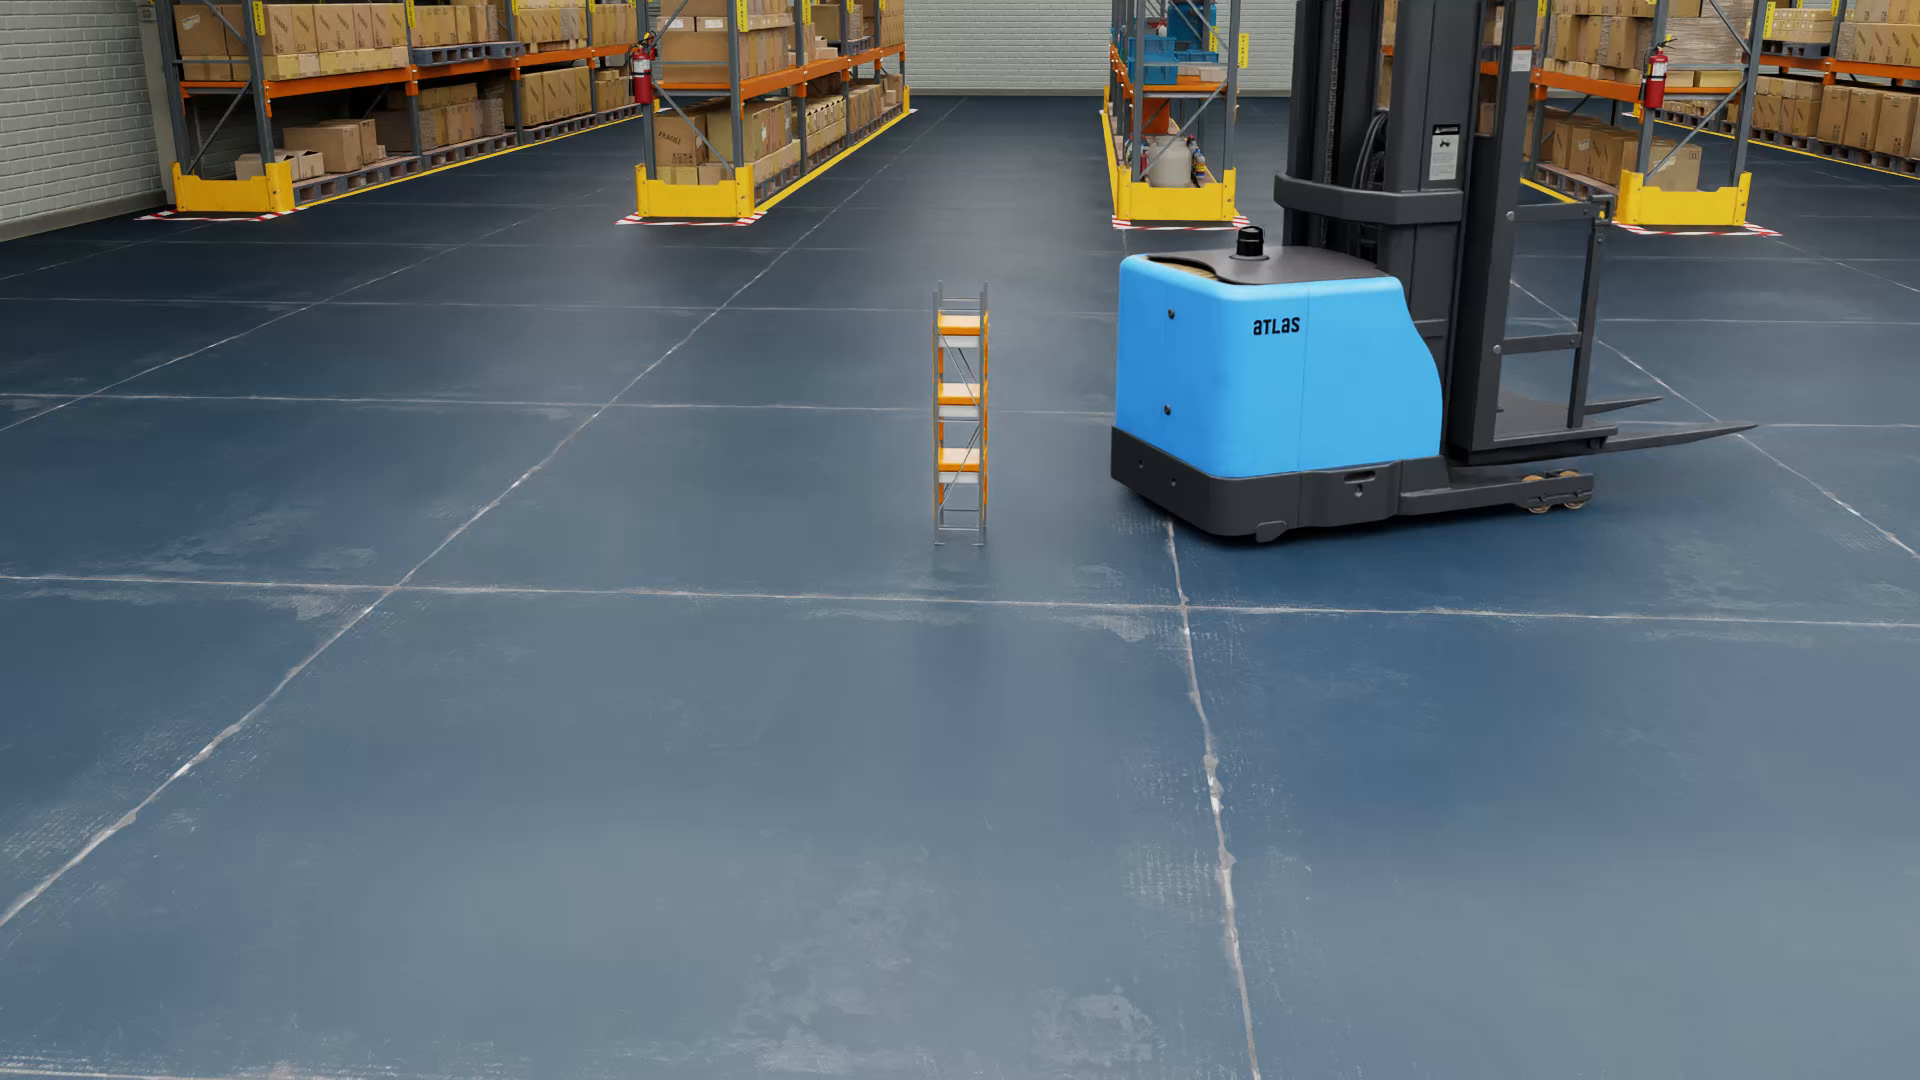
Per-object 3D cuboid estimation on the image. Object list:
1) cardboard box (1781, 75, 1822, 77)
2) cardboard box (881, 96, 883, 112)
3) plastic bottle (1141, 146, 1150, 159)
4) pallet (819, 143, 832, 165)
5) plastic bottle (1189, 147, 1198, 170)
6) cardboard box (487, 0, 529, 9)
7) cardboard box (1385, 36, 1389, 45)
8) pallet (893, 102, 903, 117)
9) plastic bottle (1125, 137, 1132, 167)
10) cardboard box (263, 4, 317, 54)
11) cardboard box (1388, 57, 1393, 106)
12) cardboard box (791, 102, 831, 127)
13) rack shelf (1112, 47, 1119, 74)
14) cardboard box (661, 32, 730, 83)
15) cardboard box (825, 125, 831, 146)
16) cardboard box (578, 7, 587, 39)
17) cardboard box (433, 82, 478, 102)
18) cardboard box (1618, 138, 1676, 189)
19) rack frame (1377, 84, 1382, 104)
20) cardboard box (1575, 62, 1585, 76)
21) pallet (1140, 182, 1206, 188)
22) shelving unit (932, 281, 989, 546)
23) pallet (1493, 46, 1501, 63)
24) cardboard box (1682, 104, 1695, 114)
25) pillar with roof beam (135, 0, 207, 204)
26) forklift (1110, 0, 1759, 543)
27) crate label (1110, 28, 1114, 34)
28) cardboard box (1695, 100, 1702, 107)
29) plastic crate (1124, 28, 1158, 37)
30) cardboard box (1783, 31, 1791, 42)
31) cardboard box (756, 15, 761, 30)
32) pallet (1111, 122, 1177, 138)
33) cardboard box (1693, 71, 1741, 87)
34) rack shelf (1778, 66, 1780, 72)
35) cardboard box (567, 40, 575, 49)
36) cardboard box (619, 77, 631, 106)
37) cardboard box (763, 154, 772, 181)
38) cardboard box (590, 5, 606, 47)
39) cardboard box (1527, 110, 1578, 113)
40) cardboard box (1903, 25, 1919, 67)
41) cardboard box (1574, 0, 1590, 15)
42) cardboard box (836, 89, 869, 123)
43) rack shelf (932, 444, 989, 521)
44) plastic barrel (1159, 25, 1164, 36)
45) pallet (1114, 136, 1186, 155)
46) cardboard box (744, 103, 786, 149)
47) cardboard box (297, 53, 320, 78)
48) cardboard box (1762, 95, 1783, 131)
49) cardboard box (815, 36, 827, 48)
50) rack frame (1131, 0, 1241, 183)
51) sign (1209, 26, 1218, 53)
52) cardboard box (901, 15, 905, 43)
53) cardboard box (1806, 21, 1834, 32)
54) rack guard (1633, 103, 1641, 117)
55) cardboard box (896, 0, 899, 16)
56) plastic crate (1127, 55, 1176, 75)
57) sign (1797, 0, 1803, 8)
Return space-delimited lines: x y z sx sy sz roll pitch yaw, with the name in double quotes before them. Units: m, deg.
"cardboard box" 13.113 -7.121 25.973 0.500 0.250 0.500 2 18 7
"cardboard box" -1.611 -7.570 28.821 0.500 0.311 0.500 1 18 4
"plastic bottle" 2.144 -4.404 19.214 0.152 0.276 0.135 1 18 4
"pallet" -2.331 -5.313 22.799 1.003 0.211 1.213 1 18 4
"plastic bottle" 2.699 -4.415 19.247 0.152 0.276 0.135 2 18 5
"cardboard box" -6.793 -8.079 24.888 0.500 0.250 0.500 2 18 5
"cardboard box" 7.884 -8.992 29.951 0.380 0.149 0.250 1 18 3
"pallet" -1.632 -8.159 31.485 1.003 0.211 1.213 1 18 4
"plastic bottle" 2.025 -4.567 19.592 0.144 0.351 0.185 1 18 2
"cardboard box" -7.279 -5.485 17.851 0.500 0.500 0.500 1 18 4
"cardboard box" 8.279 -8.240 29.991 0.875 0.875 0.875 1 18 4
"cardboard box" -2.043 -5.788 22.612 0.500 0.311 0.500 2 18 5
"rack shelf" 2.940 -7.439 25.963 1.077 0.370 4.000 1 18 4
"cardboard box" -2.671 -4.979 17.139 0.700 0.500 0.500 1 18 4
"cardboard box" -2.044 -5.519 22.691 0.500 0.250 0.500 2 18 5
"cardboard box" -6.579 -8.672 27.902 0.500 0.500 0.500 1 18 3
"cardboard box" -7.188 -6.358 23.612 0.500 0.250 0.500 2 18 5
"cardboard box" 7.234 -3.956 17.518 0.500 0.500 0.500 6 19 18
"rack frame" 8.311 -9.533 31.200 1.000 3.000 0.127 1 18 4
"cardboard box" 7.070 -5.238 18.496 0.380 0.149 0.250 1 18 4
"pallet" 2.246 -3.626 17.651 1.003 0.211 1.213 1 18 4
"shelving unit" 0.004 -0.516 6.810 0.215 1.050 0.252 1 18 4
"pallet" 7.636 -6.342 21.768 1.003 0.211 1.213 1 18 4
"cardboard box" 12.726 -7.445 28.730 0.380 0.149 0.250 1 18 4
"pillar with roof beam" -4.177 -7.887 16.542 9.100 9.000 0.400 1 18 4
"forklift" 2.256 -1.653 7.260 3.031 2.935 1.130 -7 19 -20
"crate label" 3.024 -9.524 31.343 0.416 0.233 0.303 1 18 4
"cardboard box" 12.678 -7.408 28.140 0.380 0.149 0.250 1 18 2
"plastic crate" 2.240 -6.105 20.634 0.402 0.464 0.583 1 18 4
"cardboard box" 12.313 -7.385 24.372 0.380 0.149 0.250 1 18 3
"cardboard box" -2.384 -5.659 18.175 0.380 0.149 0.250 1 18 3
"pallet" 2.902 -6.458 26.293 1.003 0.211 1.213 1 18 4
"cardboard box" 7.422 -4.528 16.328 0.380 0.149 0.250 1 18 4
"rack shelf" 13.107 -8.428 28.983 1.077 0.370 4.000 1 18 4
"cardboard box" -6.558 -8.160 27.380 0.380 0.149 0.250 1 18 4
"cardboard box" -6.533 -8.346 30.915 0.700 0.500 0.500 1 18 2
"cardboard box" -2.388 -4.152 18.517 0.500 0.250 0.500 1 18 4
"cardboard box" -6.743 -8.933 28.888 0.980 0.700 0.700 2 18 5
"cardboard box" 7.609 -5.339 21.709 0.700 0.500 0.500 0 18 -1
"cardboard box" 12.234 -6.194 20.848 0.500 0.500 0.500 1 18 4
"cardboard box" 7.094 -6.026 18.252 0.500 0.500 0.500 1 18 4
"cardboard box" -1.721 -6.908 26.495 0.500 0.500 0.500 1 18 2
"rack shelf" 0.004 -0.241 6.900 0.215 0.259 0.240 1 18 4
"plastic barrel" 2.906 -6.757 22.549 0.421 0.512 0.421 0 18 0
"pallet" 2.703 -5.595 23.658 1.003 0.211 1.213 1 18 4
"cardboard box" -2.325 -4.819 19.349 0.500 0.500 0.500 1 18 4
"cardboard box" -7.283 -5.140 18.002 0.500 0.250 0.500 1 18 2
"cardboard box" 12.526 -6.454 25.144 0.500 0.500 0.500 0 18 1
"cardboard box" -2.213 -7.117 23.968 0.500 0.311 0.500 2 18 7
"rack frame" 2.223 -4.675 16.372 1.000 3.000 0.127 1 18 4
"sign" 3.058 -6.033 20.073 0.100 0.325 0.005 1 18 4
"cardboard box" -1.330 -9.658 31.420 0.500 0.500 0.500 2 18 6
"cardboard box" 12.258 -7.292 23.611 0.380 0.149 0.250 2 18 5
"rack guard" 13.245 -8.180 31.084 1.175 0.500 0.348 1 18 4
"cardboard box" -1.395 -9.816 30.296 0.500 0.500 0.500 2 18 5
"plastic crate" 2.013 -4.968 17.505 0.499 0.251 0.408 1 18 4
"sign" 13.518 -8.688 26.761 0.100 0.325 0.005 1 18 4
